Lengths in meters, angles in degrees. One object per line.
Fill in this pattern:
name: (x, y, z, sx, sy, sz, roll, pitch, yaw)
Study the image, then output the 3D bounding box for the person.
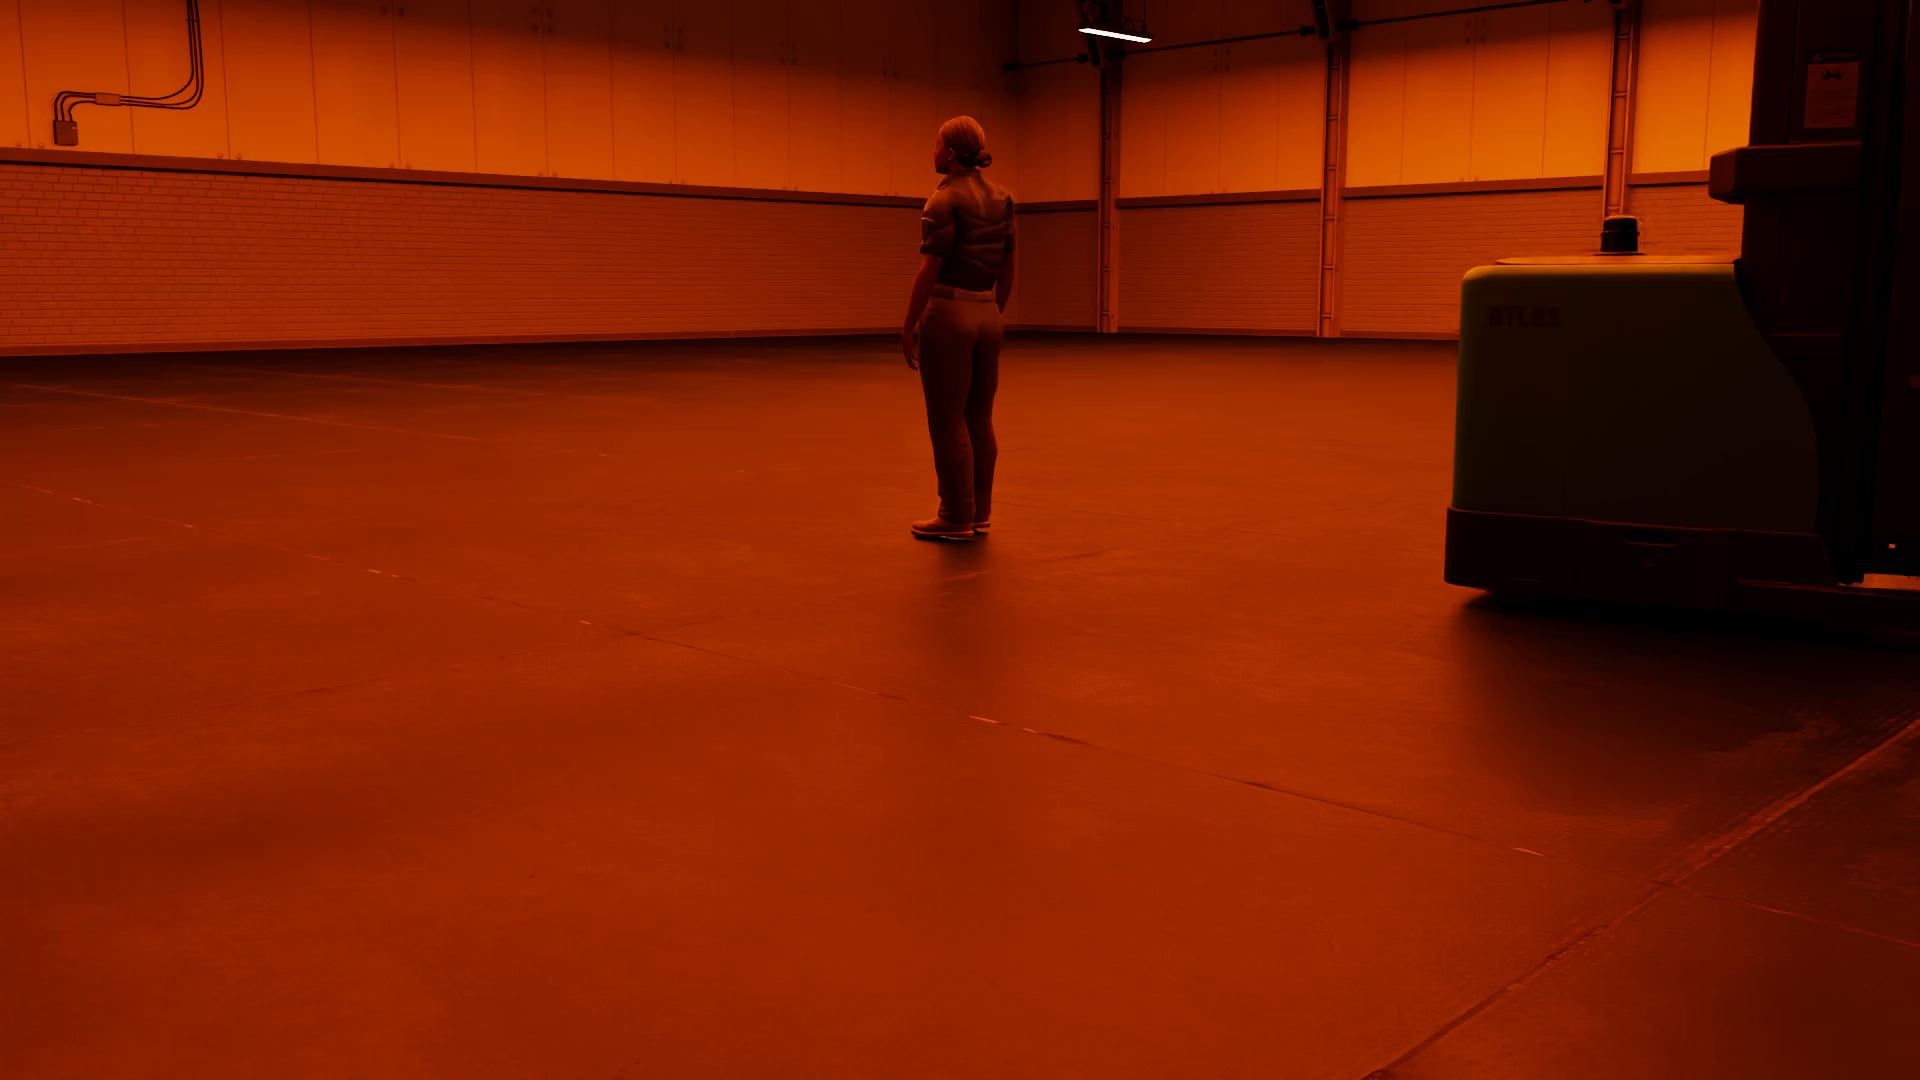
person: (-0.050, -0.836, 6.667, 0.503, 1.656, 0.570, 8, 12, 43)

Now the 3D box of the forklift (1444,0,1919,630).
forklift: (3.082, -1.186, 4.750, 3.031, 2.935, 1.130, 5, 10, 31)
